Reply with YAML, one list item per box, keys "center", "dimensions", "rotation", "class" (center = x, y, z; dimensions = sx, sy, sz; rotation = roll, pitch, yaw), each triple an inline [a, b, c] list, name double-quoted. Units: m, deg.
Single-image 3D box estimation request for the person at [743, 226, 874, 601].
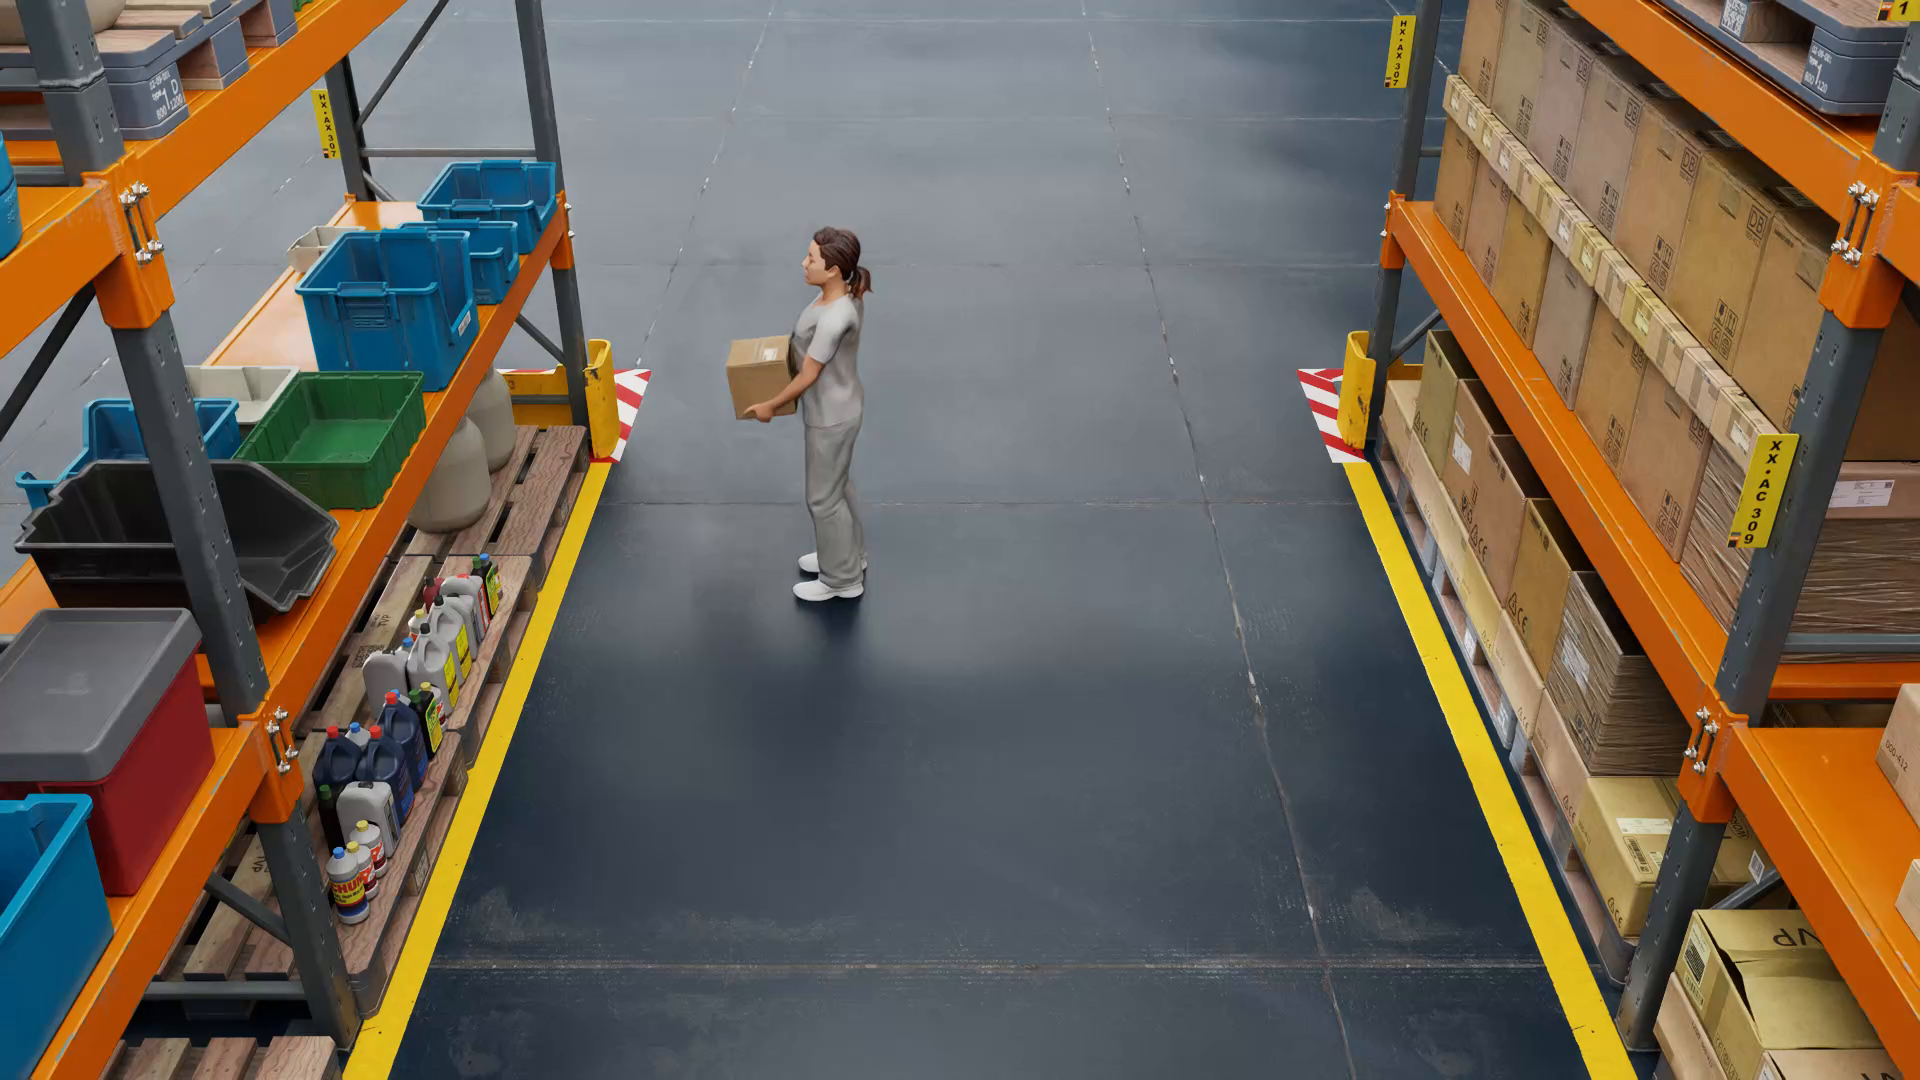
- center: [-0.618, -0.523, 6.996]
  dimensions: [0.549, 1.667, 0.434]
  rotation: [0, 32, 0]
  class: "person"
